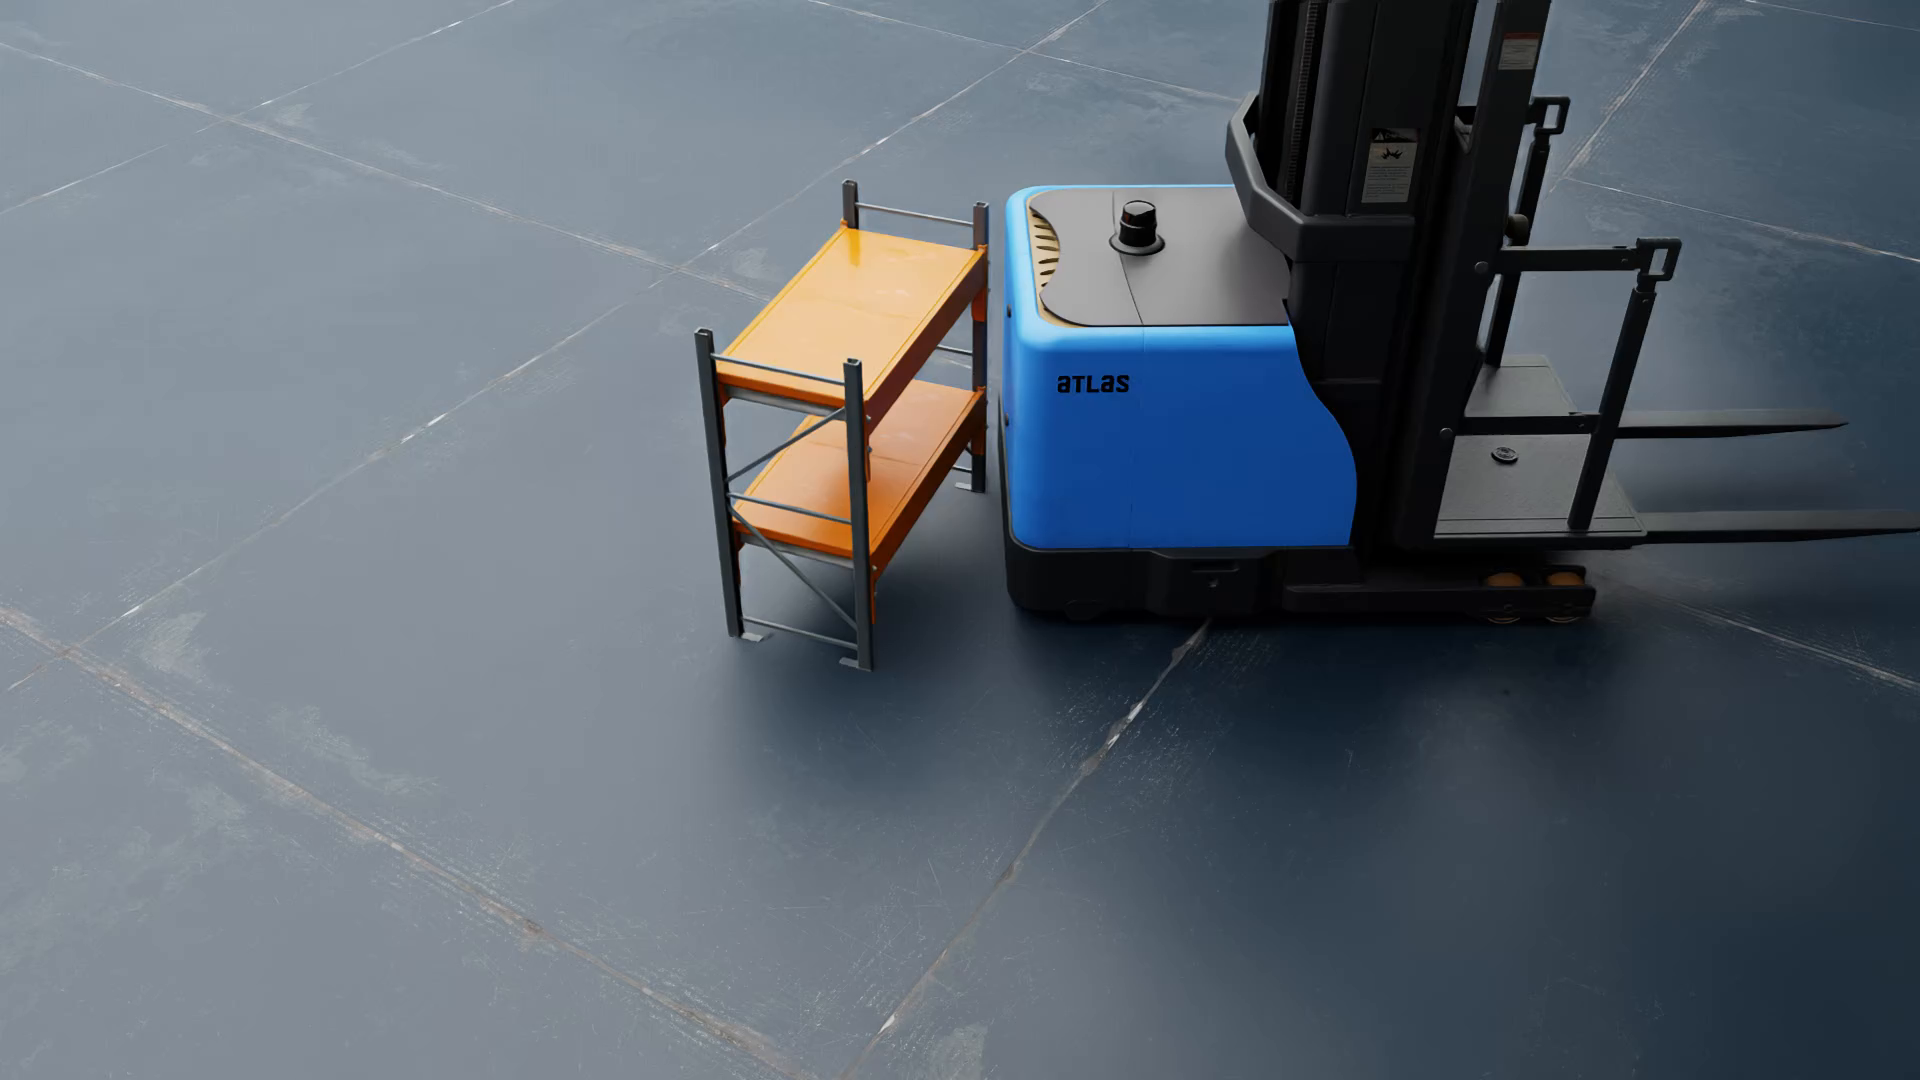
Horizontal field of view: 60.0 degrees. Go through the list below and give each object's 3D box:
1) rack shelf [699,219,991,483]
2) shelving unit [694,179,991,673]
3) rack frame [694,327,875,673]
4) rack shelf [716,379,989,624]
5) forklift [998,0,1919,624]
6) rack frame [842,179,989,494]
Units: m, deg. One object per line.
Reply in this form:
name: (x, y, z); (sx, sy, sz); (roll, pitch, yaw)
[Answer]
rack shelf: (-0.327, -0.614, 5.146); (0.538, 0.278, 1.000); (13, 40, 16)
shelving unit: (-0.327, -0.382, 5.325); (0.538, 1.125, 1.048); (13, 40, 16)
rack frame: (-0.507, -0.092, 4.948); (0.500, 1.125, 0.032); (13, 40, 16)
rack shelf: (-0.327, -0.189, 5.474); (0.538, 0.278, 1.000); (13, 40, 16)
forklift: (1.662, -1.215, 4.925); (3.031, 2.935, 1.130); (-1, 38, -1)
rack frame: (-0.146, -0.673, 5.701); (0.500, 1.125, 0.032); (13, 40, 16)
